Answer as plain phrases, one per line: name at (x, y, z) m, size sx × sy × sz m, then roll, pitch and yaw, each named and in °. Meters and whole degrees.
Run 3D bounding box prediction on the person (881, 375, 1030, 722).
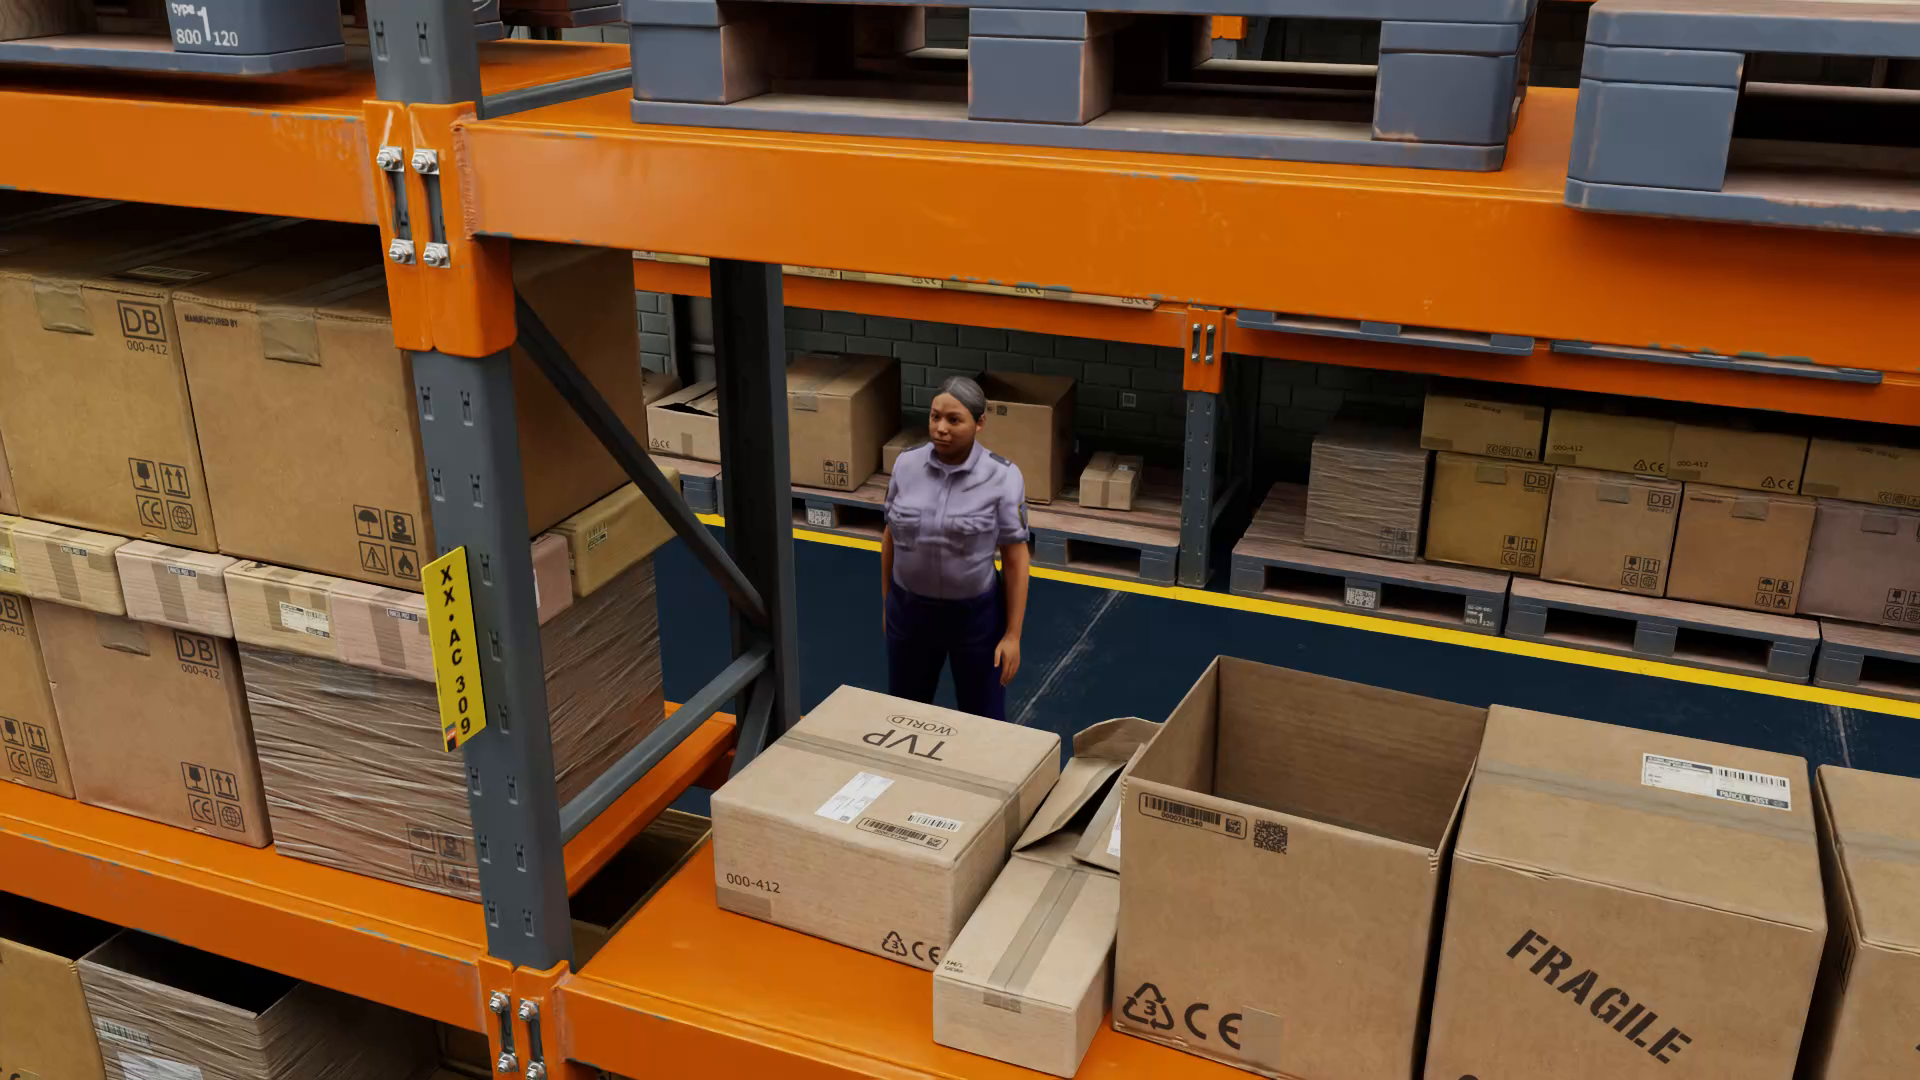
person at (-0.028, 0.278, 5.388) m, size 0.511 × 1.654 × 0.361 m, roll 7°, pitch 23°, yaw 16°
